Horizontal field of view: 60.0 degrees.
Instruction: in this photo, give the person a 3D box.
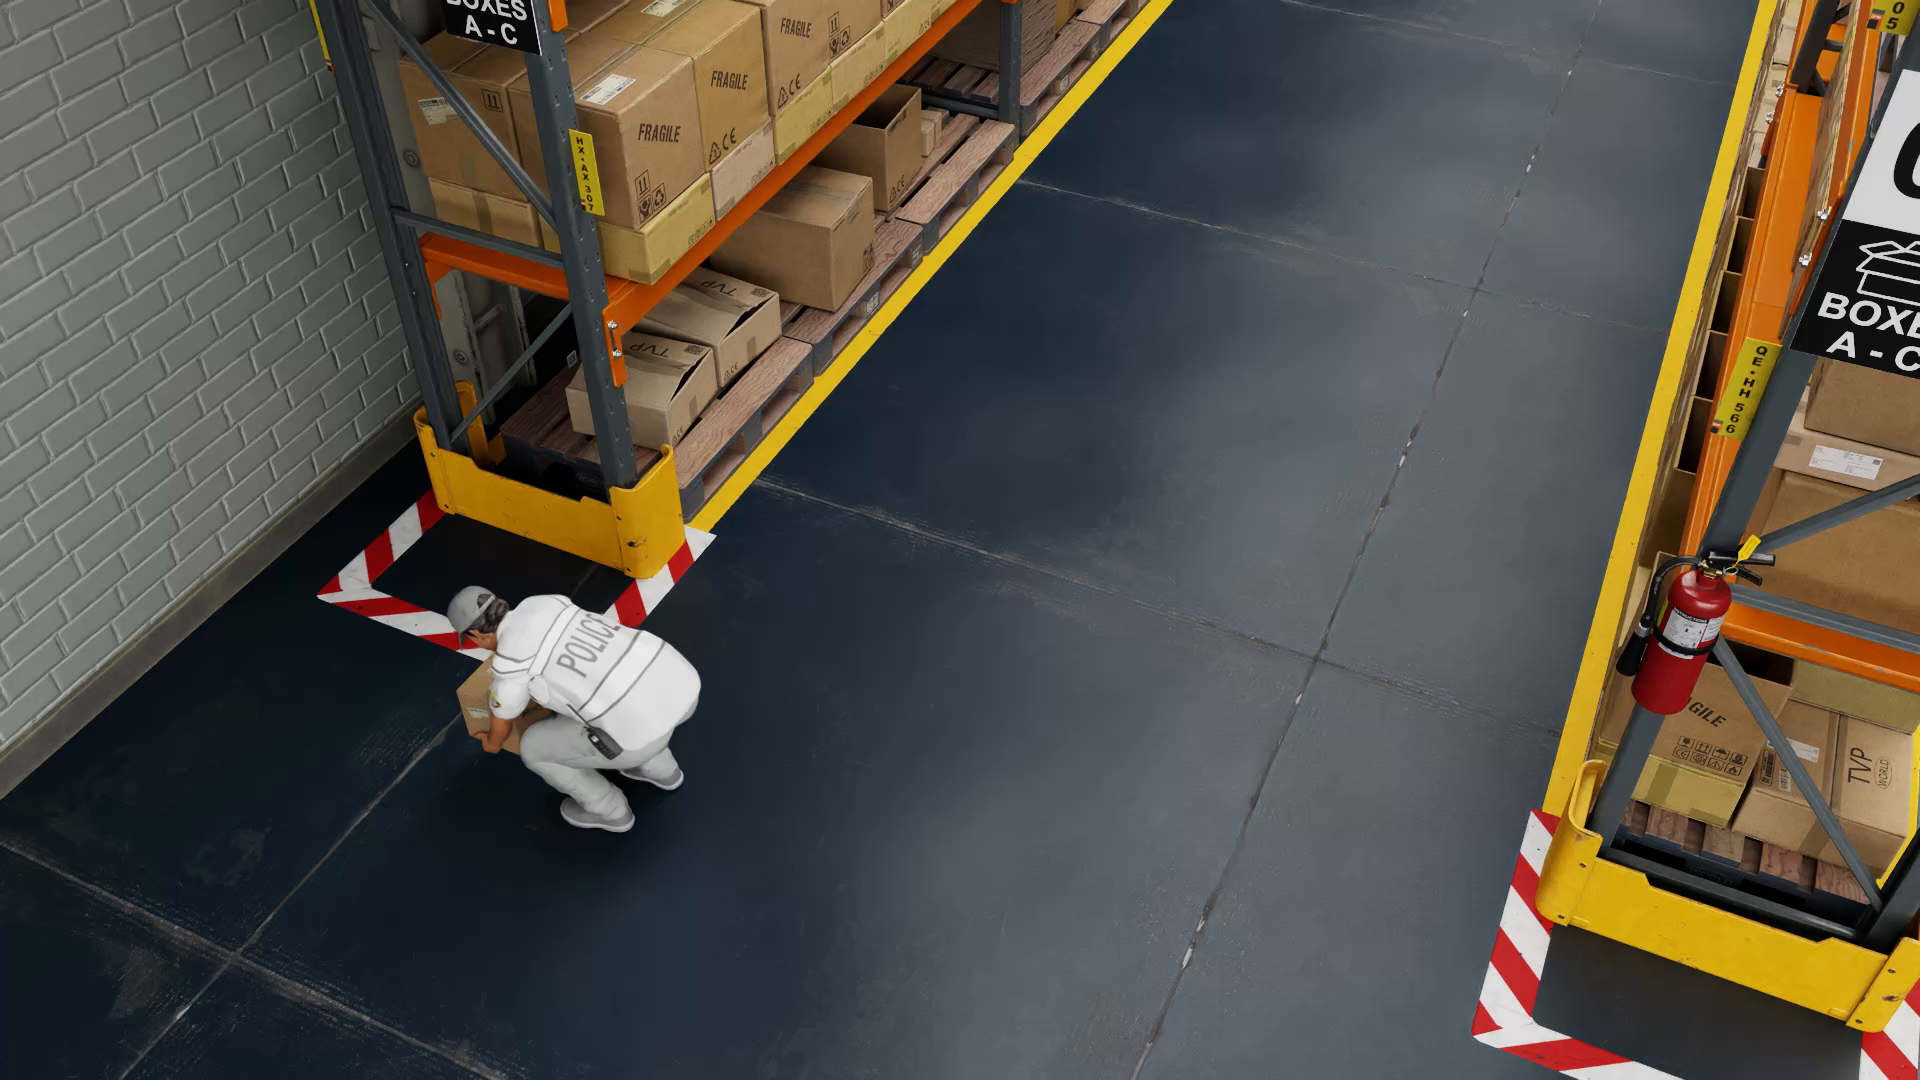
[{"bbox_3d":[-1.377,0.604,6.039,0.901,0.941,0.503,16,45,17],"label":"person"}]
